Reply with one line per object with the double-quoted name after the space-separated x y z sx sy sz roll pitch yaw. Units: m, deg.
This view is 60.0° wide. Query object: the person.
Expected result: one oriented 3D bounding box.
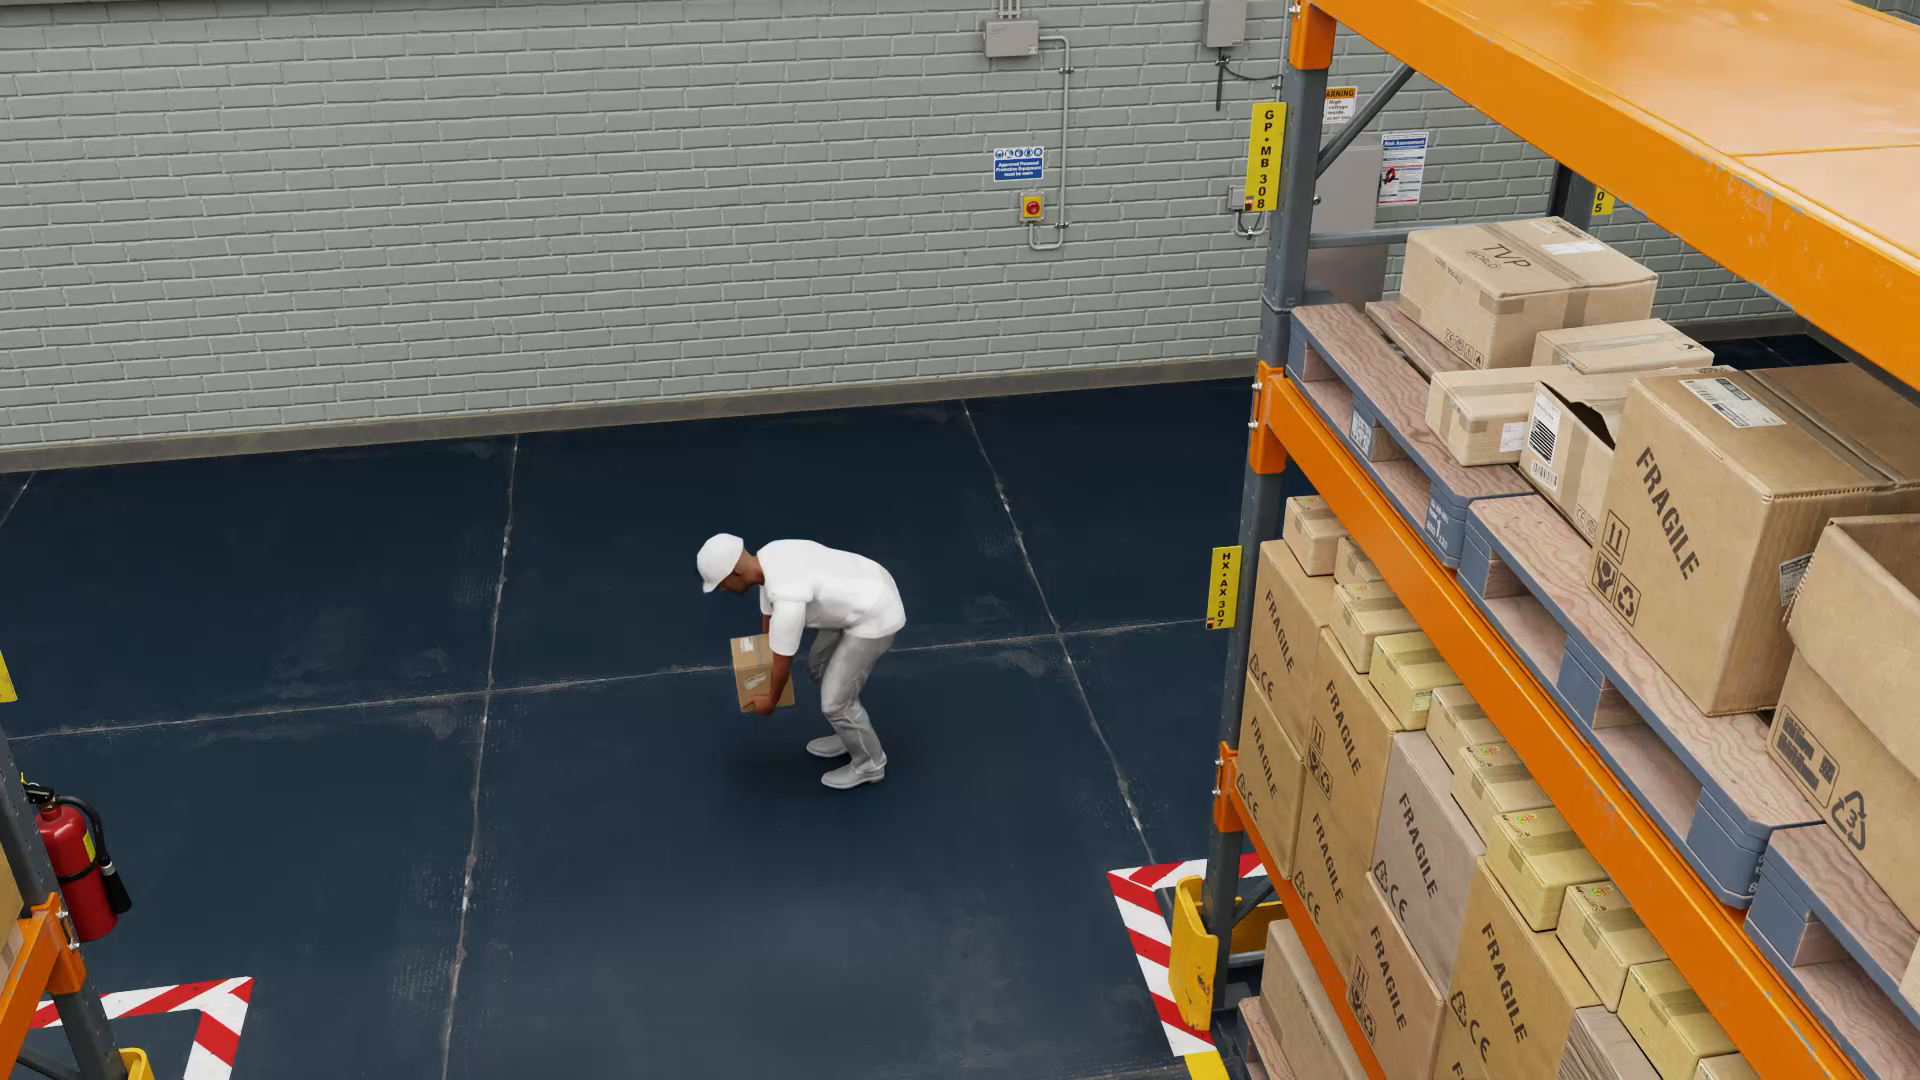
-0.707 0.524 7.639 0.912 1.342 0.491 -6 31 -11 "person"
